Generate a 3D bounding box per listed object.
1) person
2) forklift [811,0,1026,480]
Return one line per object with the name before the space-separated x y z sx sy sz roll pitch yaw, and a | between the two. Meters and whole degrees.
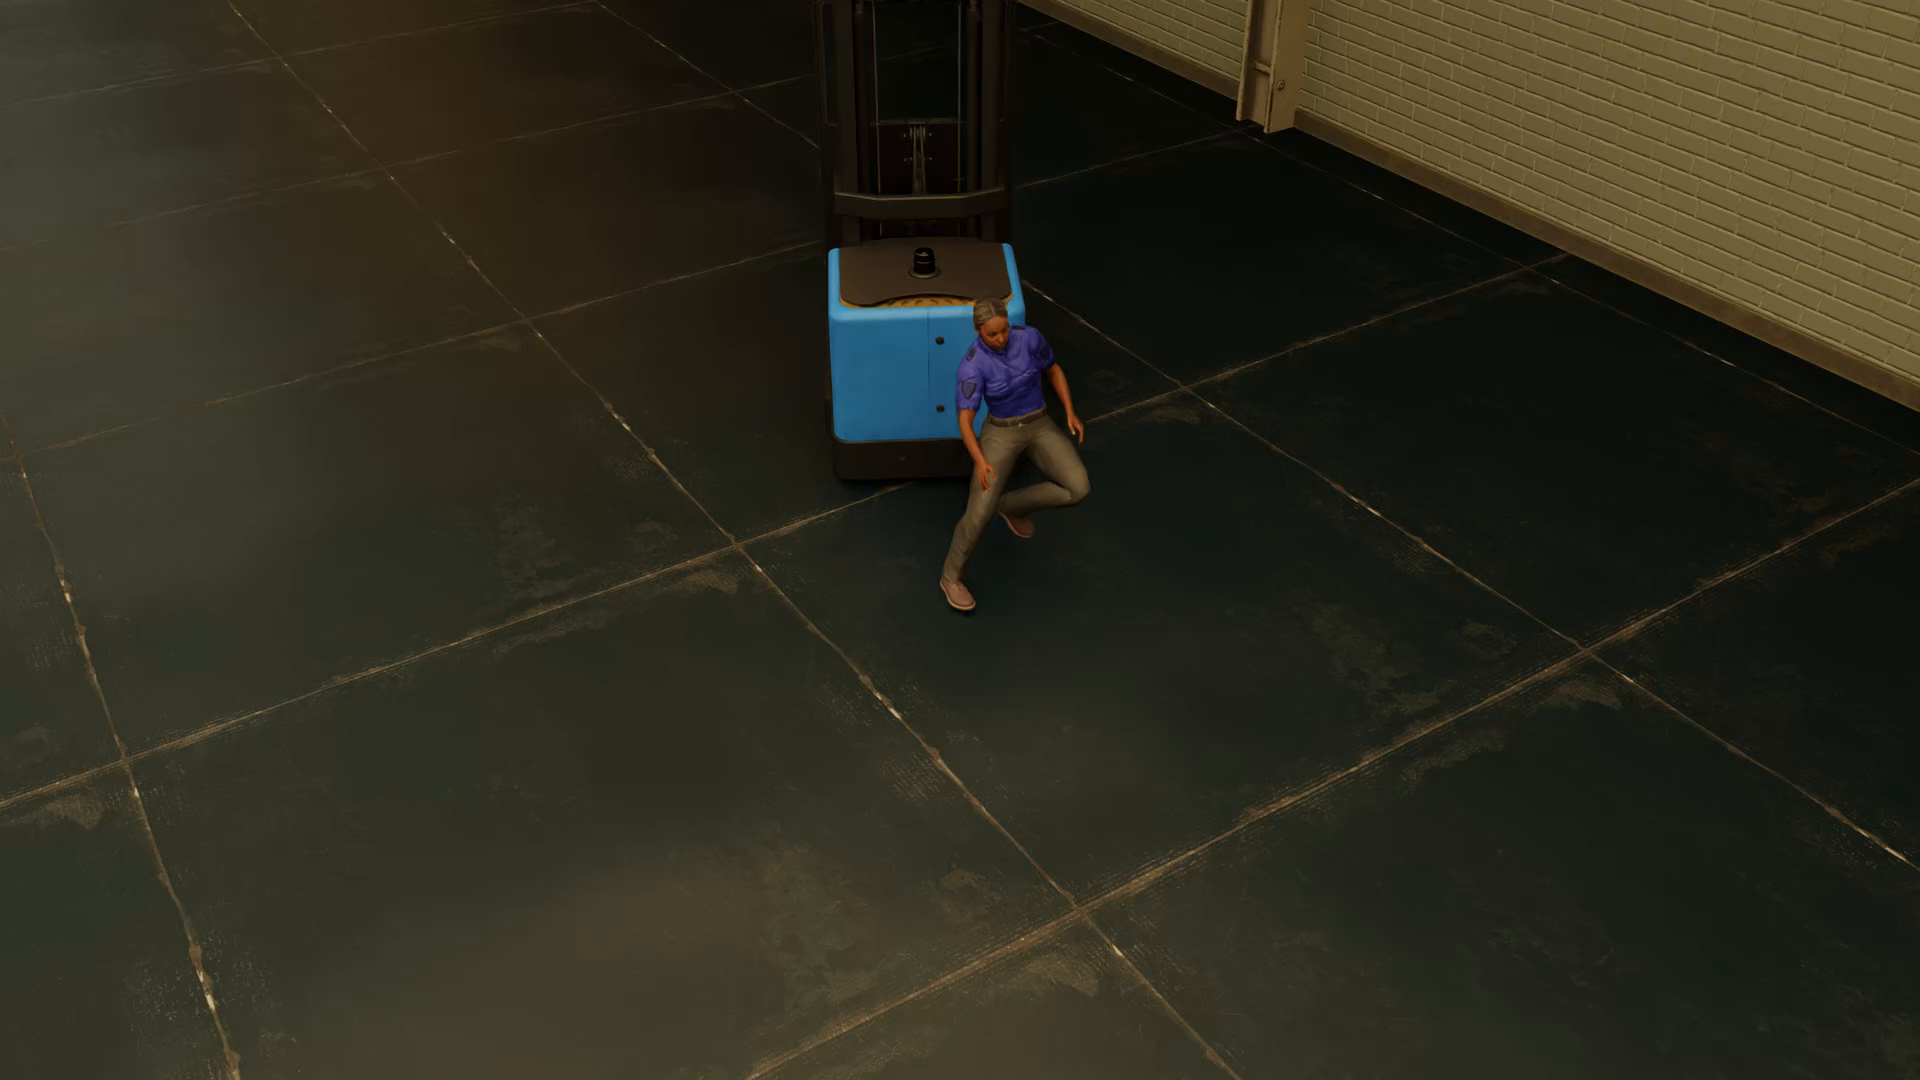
person | 0.245 -0.433 8.012 0.752 1.484 0.683 -14 37 -18
forklift | -0.262 -2.349 9.491 1.130 2.935 3.031 -2 35 -3
